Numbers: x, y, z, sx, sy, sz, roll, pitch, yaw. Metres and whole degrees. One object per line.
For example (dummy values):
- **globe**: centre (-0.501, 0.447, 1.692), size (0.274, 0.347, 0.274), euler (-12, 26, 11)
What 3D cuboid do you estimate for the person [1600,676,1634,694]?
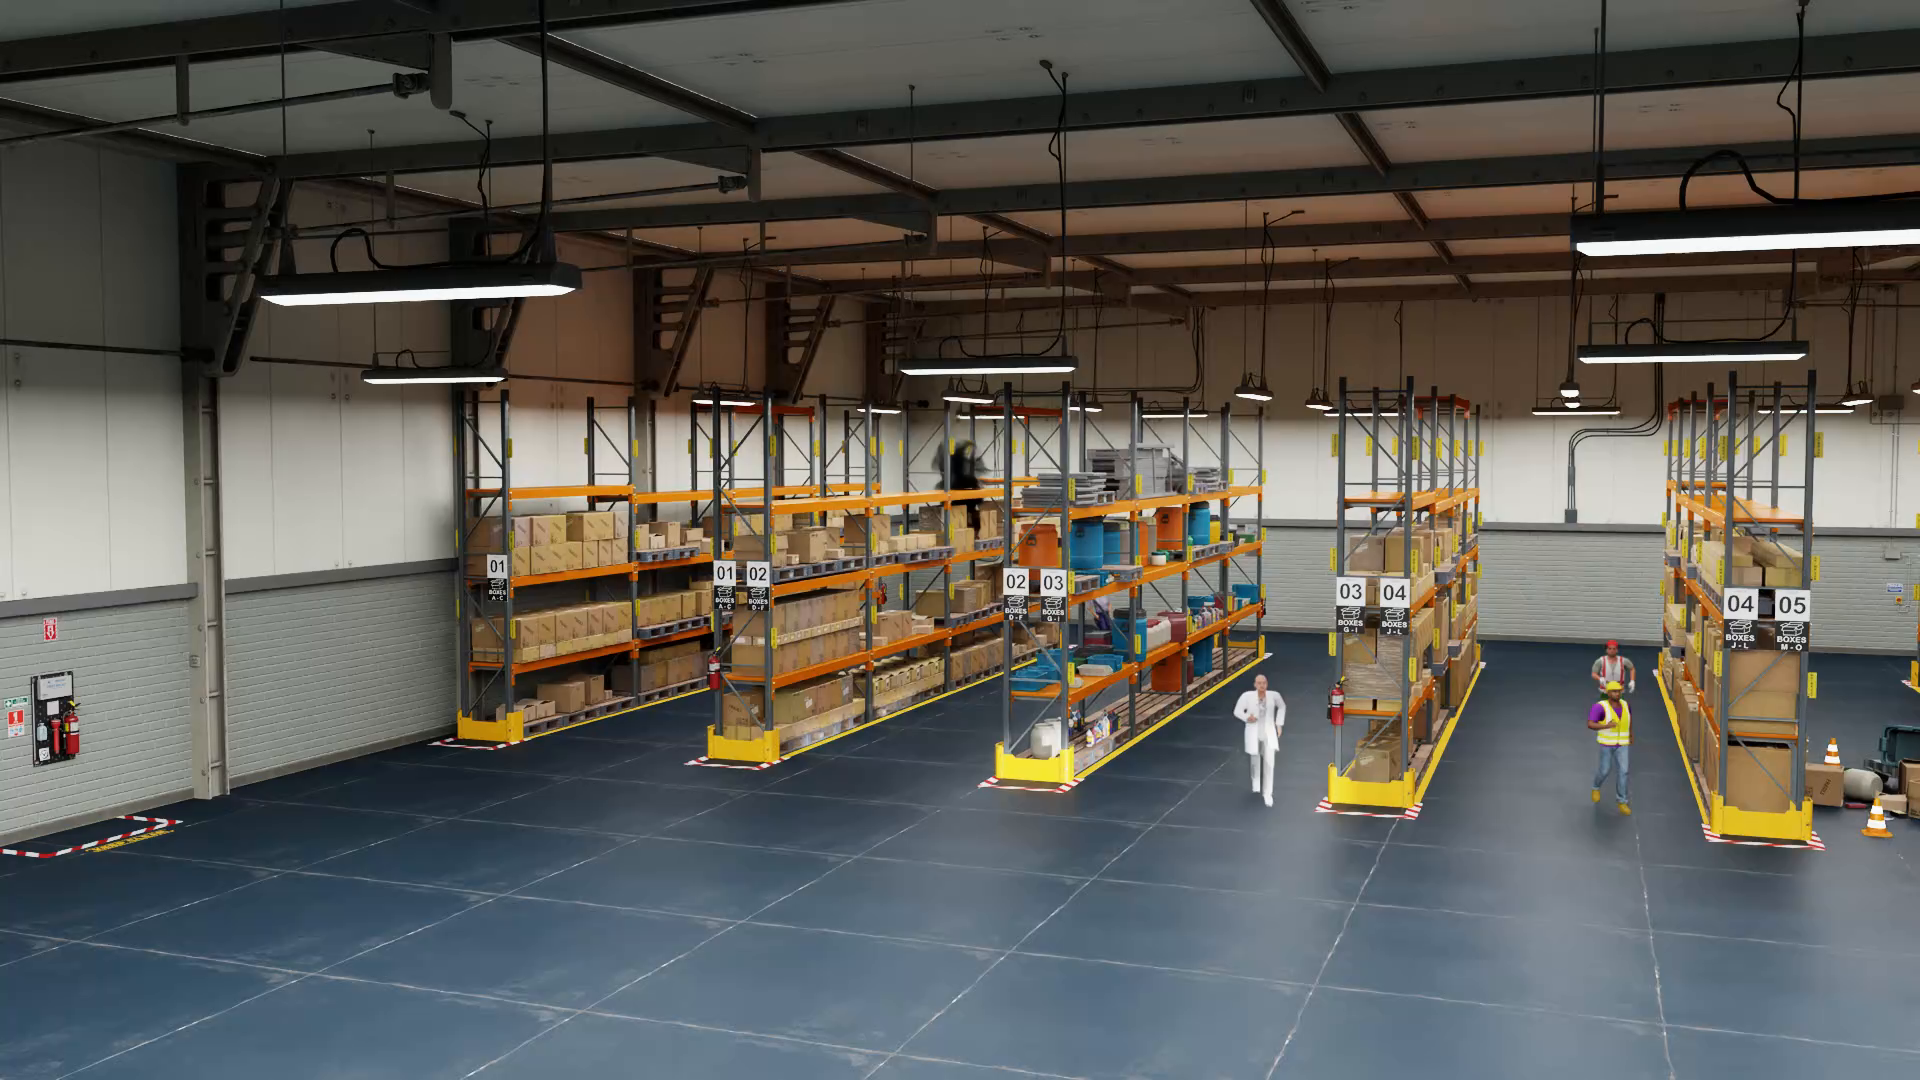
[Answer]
- **person**: centre (10.978, 2.884, 27.803), size (0.538, 1.274, 0.743), euler (1, 3, 22)

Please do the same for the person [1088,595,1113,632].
- **person**: centre (3.523, 2.015, 41.543), size (0.678, 1.404, 0.526), euler (-1, 3, -18)

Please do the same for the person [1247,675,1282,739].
- **person**: centre (4.274, 2.380, 23.629), size (0.701, 0.929, 0.595), euler (0, 3, 6)

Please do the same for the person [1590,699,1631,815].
- **person**: centre (9.012, 2.956, 22.963), size (0.433, 1.505, 0.939), euler (0, 3, -3)
